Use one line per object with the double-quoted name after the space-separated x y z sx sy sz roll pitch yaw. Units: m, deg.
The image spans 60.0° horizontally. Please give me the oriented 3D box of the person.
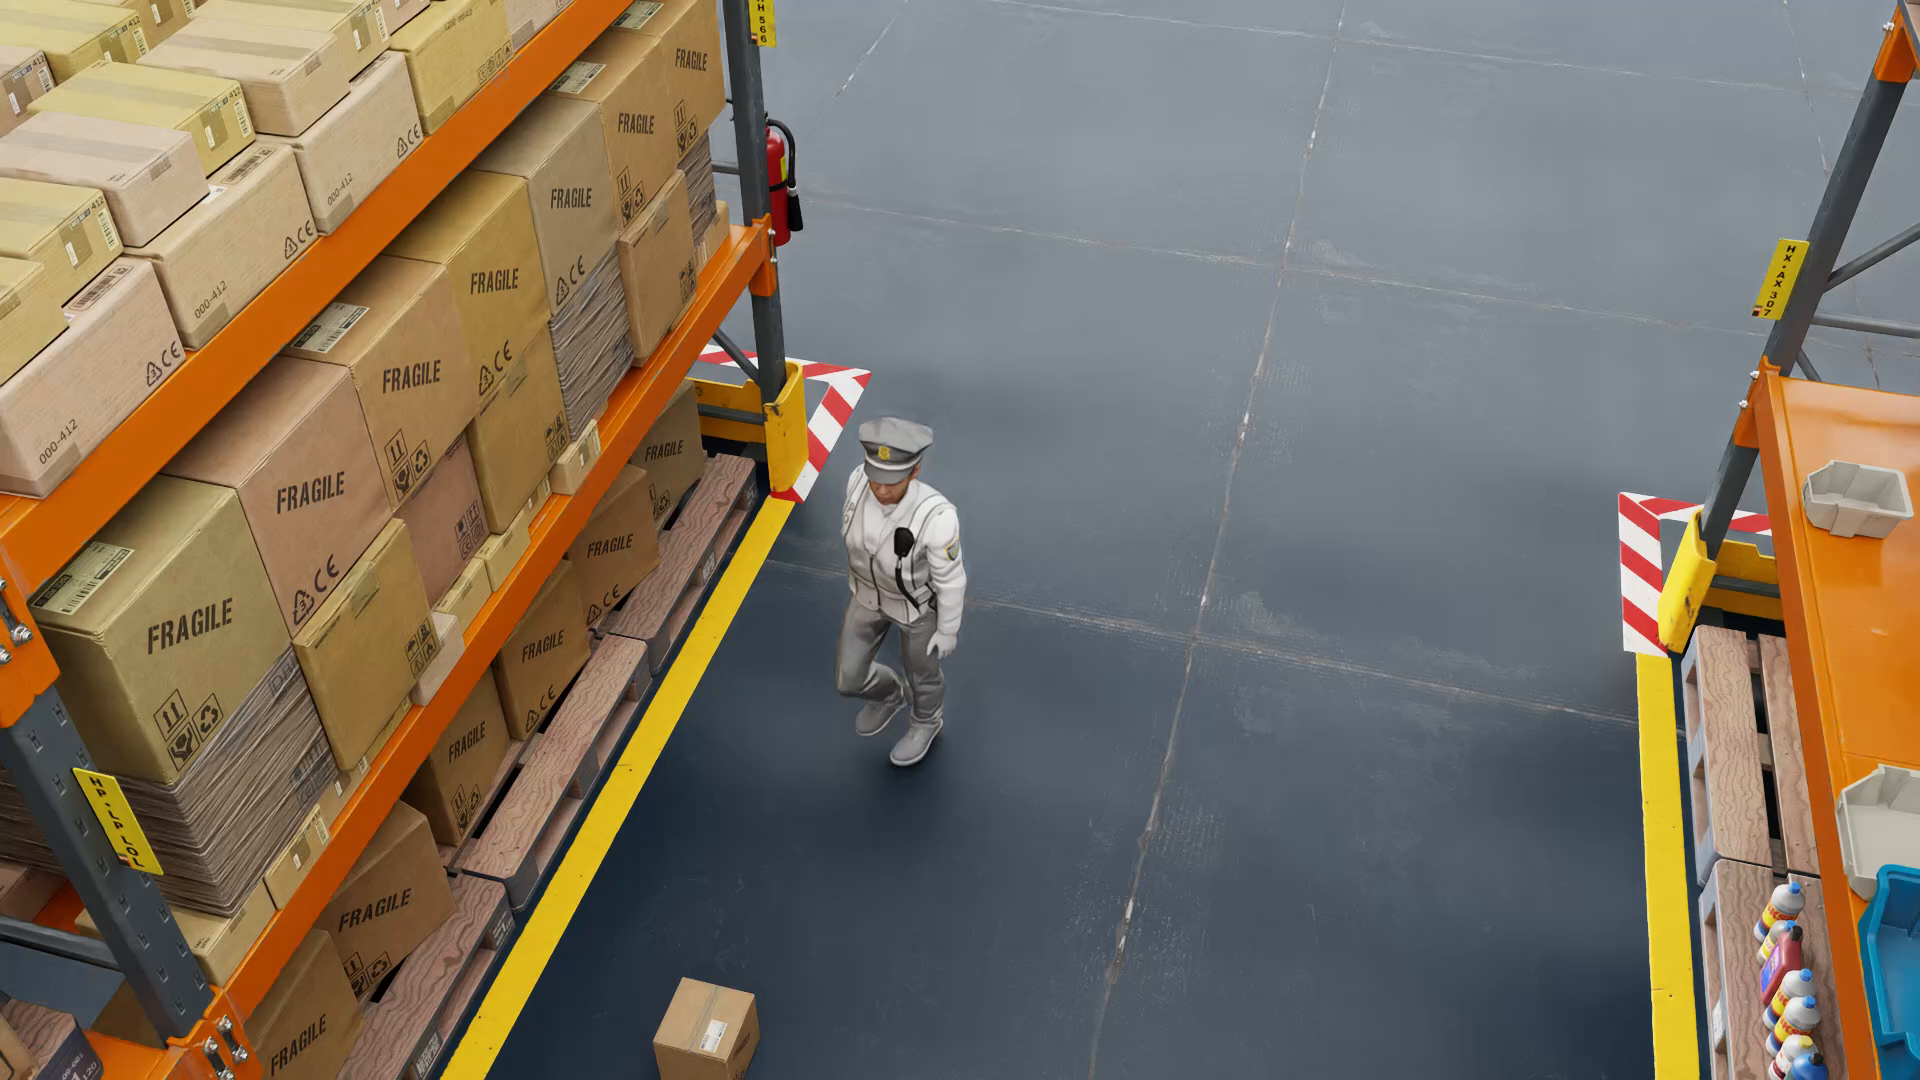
-0.199 0.218 5.874 0.510 1.665 0.440 21 45 22 "person"
